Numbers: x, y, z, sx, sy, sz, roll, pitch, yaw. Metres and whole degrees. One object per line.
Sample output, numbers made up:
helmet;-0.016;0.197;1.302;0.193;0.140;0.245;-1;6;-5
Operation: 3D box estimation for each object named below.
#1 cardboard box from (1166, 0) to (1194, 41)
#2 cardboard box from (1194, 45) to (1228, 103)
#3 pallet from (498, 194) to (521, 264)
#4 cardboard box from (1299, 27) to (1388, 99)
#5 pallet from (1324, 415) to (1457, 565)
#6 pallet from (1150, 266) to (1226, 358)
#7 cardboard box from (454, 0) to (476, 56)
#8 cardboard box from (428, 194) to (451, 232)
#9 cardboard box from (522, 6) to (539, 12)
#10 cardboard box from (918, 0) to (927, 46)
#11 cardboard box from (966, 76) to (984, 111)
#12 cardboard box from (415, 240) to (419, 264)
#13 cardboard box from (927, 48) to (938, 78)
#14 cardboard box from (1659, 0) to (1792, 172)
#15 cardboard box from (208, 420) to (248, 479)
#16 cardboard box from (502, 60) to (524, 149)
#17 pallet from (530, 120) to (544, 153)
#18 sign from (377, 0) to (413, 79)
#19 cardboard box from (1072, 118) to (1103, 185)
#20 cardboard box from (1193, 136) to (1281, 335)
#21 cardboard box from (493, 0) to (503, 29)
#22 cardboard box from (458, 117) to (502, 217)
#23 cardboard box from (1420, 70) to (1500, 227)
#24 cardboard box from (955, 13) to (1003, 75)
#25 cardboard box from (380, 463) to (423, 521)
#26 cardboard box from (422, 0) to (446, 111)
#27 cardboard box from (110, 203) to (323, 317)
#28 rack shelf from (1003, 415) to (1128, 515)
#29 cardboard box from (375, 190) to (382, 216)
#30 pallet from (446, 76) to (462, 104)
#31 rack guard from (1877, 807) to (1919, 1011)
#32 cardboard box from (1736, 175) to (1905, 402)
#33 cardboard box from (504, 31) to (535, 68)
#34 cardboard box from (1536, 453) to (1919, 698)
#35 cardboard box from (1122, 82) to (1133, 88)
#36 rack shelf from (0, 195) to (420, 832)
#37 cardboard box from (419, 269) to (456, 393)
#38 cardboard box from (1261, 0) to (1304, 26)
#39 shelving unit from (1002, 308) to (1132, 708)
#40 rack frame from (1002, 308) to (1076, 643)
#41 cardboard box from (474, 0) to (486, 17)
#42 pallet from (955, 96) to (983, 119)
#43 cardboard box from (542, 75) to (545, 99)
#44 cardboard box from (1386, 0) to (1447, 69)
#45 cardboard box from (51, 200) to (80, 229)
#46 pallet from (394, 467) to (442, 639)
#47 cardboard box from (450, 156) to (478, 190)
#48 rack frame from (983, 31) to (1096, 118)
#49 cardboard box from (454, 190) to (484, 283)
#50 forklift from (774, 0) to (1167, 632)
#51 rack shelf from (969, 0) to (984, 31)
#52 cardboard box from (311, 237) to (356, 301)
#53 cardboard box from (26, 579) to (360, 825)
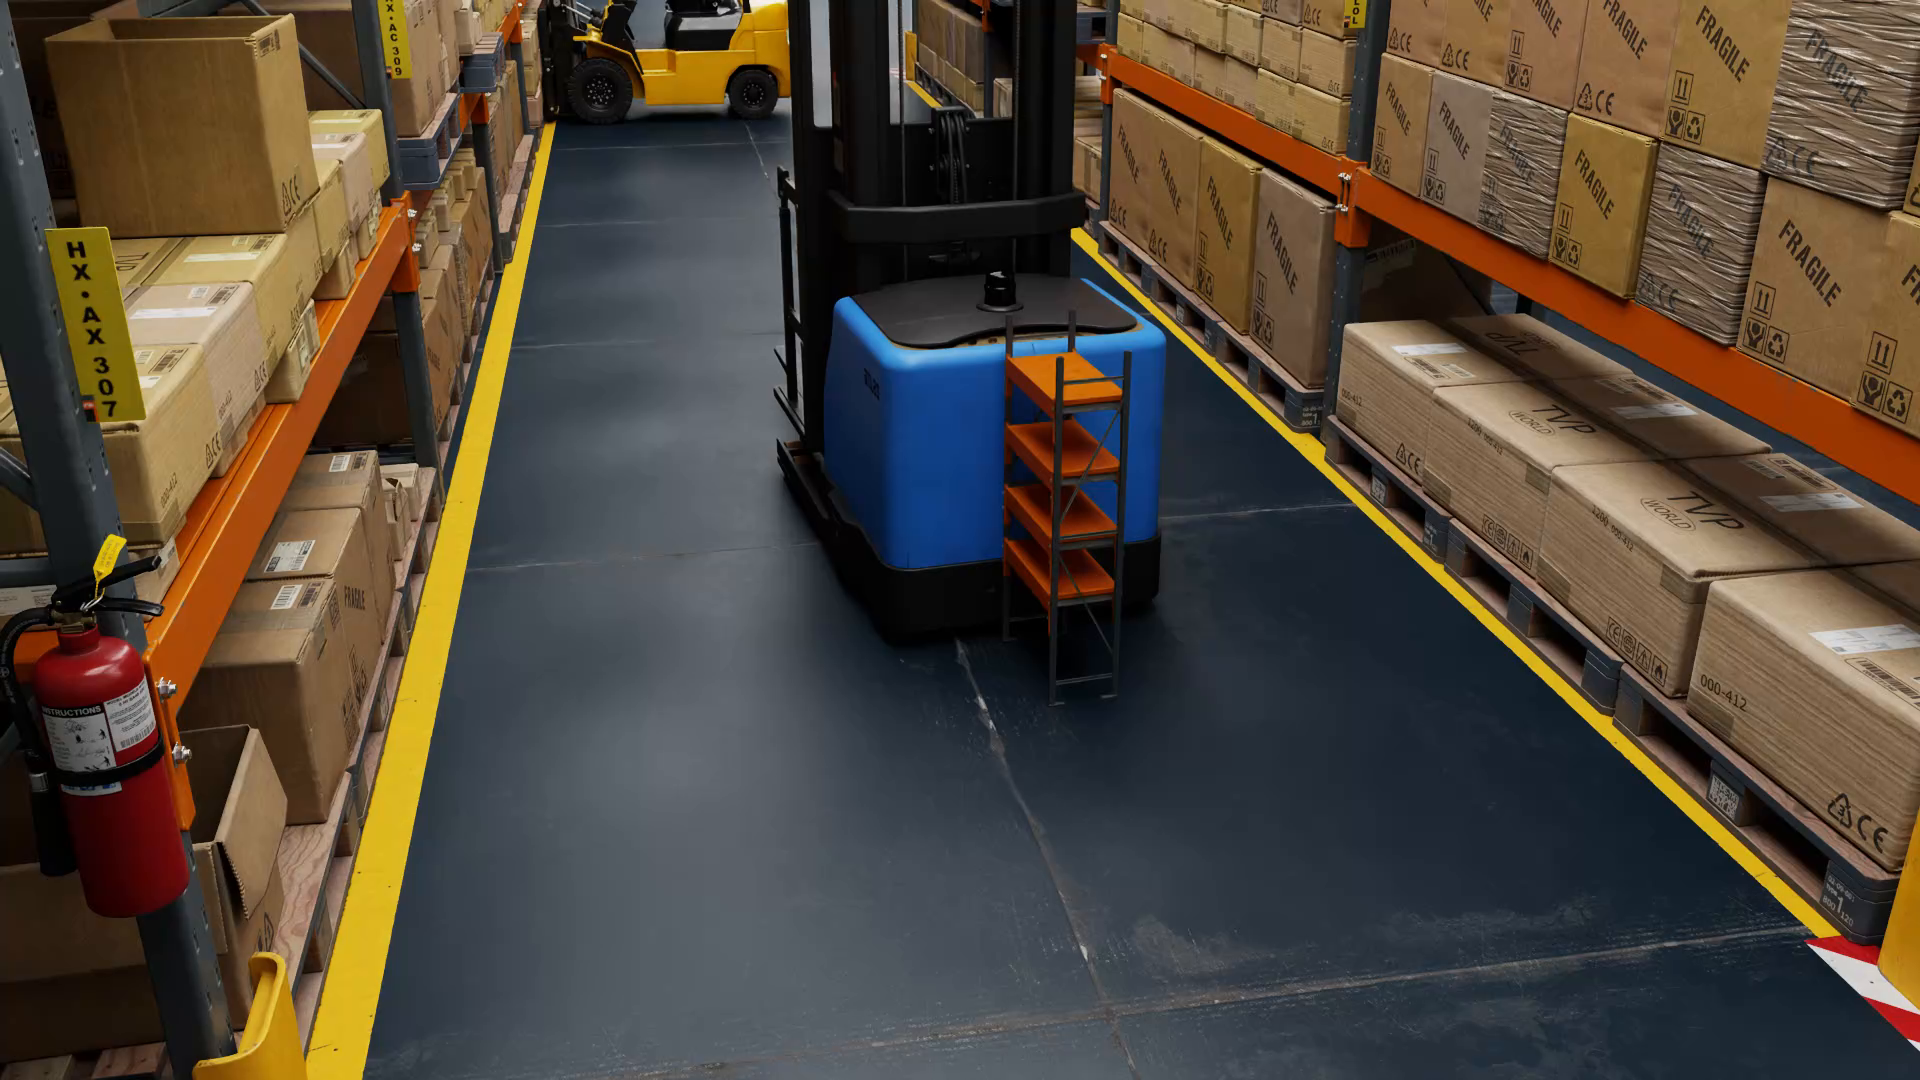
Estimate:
cardboard box;1.477;-2.969;9.362;0.500;0.250;0.500;-4;24;-10
cardboard box;1.593;-2.545;9.017;0.500;0.250;0.500;-4;24;-10
pallet;-3.540;-2.106;11.309;1.003;0.211;1.213;-4;24;-10
cardboard box;1.871;-2.169;7.531;0.500;0.250;0.500;-4;24;-10
pallet;2.255;-0.270;7.105;1.003;0.211;1.213;-4;24;-10
pallet;1.745;-1.354;9.586;1.003;0.211;1.213;-4;24;-10
cardboard box;-2.913;-2.790;9.053;0.500;0.250;0.500;-5;24;-12
cardboard box;-2.868;-1.702;8.688;0.380;0.149;0.250;-5;24;-12
cardboard box;-4.310;-5.039;16.200;0.500;0.250;0.500;-4;24;-9
cardboard box;-0.146;-5.502;17.574;0.500;0.500;0.500;-5;24;-12
cardboard box;0.338;-4.145;15.403;0.500;0.250;0.500;-3;24;-7
cardboard box;-2.741;-1.299;7.765;0.380;0.149;0.250;-5;24;-11
cardboard box;-0.064;-4.966;17.284;0.500;0.250;0.500;-3;24;-8
cardboard box;2.394;-1.354;4.728;0.500;0.500;0.500;-4;24;-10
cardboard box;-1.900;-0.247;3.881;0.380;0.149;0.250;-4;24;-8
cardboard box;-4.058;-3.531;13.528;0.875;0.625;0.625;-3;24;-7
pallet;-4.272;-3.669;14.887;1.003;0.211;1.213;-4;24;-10
sign;-2.155;-1.924;6.326;0.100;0.325;0.005;-4;24;-10
cardboard box;1.212;-2.927;12.463;0.950;0.372;0.625;-5;24;-11
cardboard box;1.823;-1.664;8.943;0.875;0.875;0.875;-4;24;-8
cardboard box;-3.552;-3.786;11.858;0.500;0.250;0.500;-4;24;-8
cardboard box;-3.528;-2.408;10.958;0.875;0.625;0.625;-4;24;-8
cardboard box;2.110;-1.497;6.304;0.500;0.500;0.500;-4;24;-9
cardboard box;0.243;-4.688;15.711;0.500;0.500;0.500;-4;24;-9
cardboard box;-2.295;-0.173;6.435;0.380;0.149;0.250;-5;24;-11
cardboard box;-2.652;-2.133;7.236;0.700;0.500;0.500;-4;24;-9
cardboard box;-2.072;-0.774;4.590;0.500;0.250;0.500;-5;24;-11
rack shelf;0.337;-0.251;5.434;0.258;0.148;0.480;-7;25;-15
cardboard box;-2.379;-1.262;6.206;0.380;0.149;0.250;-4;24;-9
pallet;-3.062;-2.205;8.290;1.003;0.211;1.213;-4;24;-10
rack guard;2.935;0.875;4.121;1.175;0.500;0.348;-4;24;-10
cardboard box;2.503;-0.694;4.466;0.500;0.500;0.500;-5;24;-11
cardboard box;-3.947;-4.235;14.360;0.500;0.250;0.500;-5;24;-11
cardboard box;2.533;0.091;5.471;0.875;0.438;0.875;-4;24;-8
cardboard box;1.851;-4.377;16.145;0.500;0.500;0.500;13;27;27
rack shelf;-2.317;-0.368;4.743;1.077;0.370;4.000;-4;24;-10
cardboard box;-2.663;-0.947;7.768;0.500;0.500;0.500;-5;24;-10
cardboard box;1.759;-2.717;7.849;0.500;0.500;0.500;-4;24;-9
shelving unit;0.337;-0.107;5.497;0.258;1.200;0.503;-7;25;-15
rack frame;0.267;-0.201;5.711;0.240;1.200;0.015;-7;25;-15
cardboard box;-3.243;-3.412;10.378;0.500;0.250;0.500;-4;24;-10
pallet;0.553;-3.983;15.607;1.003;0.211;1.213;-4;24;-10
cardboard box;-4.224;-4.379;15.939;0.500;0.250;0.500;-4;24;-8
cardboard box;2.041;-2.152;6.555;0.500;0.500;0.500;-4;24;-9
cardboard box;-2.570;-0.743;4.520;0.500;0.250;0.500;-4;24;-10
pallet;-2.560;0.064;6.340;1.003;0.211;1.213;-4;24;-10
cardboard box;-3.005;-2.121;9.647;0.380;0.149;0.250;-6;24;-12
rack frame;0.712;-5.000;14.450;1.000;3.000;0.127;-4;24;-10
cardboard box;-3.054;-1.756;9.622;0.500;0.500;0.500;-5;24;-11
forklift;-0.179;-1.583;6.712;1.130;2.935;3.031;-7;25;-15
rack shelf;0.342;-5.457;16.395;1.077;0.370;4.000;-4;24;-10
cardboard box;-2.141;-0.857;5.279;0.380;0.149;0.250;-5;24;-11
cardboard box;-2.087;0.456;4.557;0.700;0.500;0.500;-3;24;-8
